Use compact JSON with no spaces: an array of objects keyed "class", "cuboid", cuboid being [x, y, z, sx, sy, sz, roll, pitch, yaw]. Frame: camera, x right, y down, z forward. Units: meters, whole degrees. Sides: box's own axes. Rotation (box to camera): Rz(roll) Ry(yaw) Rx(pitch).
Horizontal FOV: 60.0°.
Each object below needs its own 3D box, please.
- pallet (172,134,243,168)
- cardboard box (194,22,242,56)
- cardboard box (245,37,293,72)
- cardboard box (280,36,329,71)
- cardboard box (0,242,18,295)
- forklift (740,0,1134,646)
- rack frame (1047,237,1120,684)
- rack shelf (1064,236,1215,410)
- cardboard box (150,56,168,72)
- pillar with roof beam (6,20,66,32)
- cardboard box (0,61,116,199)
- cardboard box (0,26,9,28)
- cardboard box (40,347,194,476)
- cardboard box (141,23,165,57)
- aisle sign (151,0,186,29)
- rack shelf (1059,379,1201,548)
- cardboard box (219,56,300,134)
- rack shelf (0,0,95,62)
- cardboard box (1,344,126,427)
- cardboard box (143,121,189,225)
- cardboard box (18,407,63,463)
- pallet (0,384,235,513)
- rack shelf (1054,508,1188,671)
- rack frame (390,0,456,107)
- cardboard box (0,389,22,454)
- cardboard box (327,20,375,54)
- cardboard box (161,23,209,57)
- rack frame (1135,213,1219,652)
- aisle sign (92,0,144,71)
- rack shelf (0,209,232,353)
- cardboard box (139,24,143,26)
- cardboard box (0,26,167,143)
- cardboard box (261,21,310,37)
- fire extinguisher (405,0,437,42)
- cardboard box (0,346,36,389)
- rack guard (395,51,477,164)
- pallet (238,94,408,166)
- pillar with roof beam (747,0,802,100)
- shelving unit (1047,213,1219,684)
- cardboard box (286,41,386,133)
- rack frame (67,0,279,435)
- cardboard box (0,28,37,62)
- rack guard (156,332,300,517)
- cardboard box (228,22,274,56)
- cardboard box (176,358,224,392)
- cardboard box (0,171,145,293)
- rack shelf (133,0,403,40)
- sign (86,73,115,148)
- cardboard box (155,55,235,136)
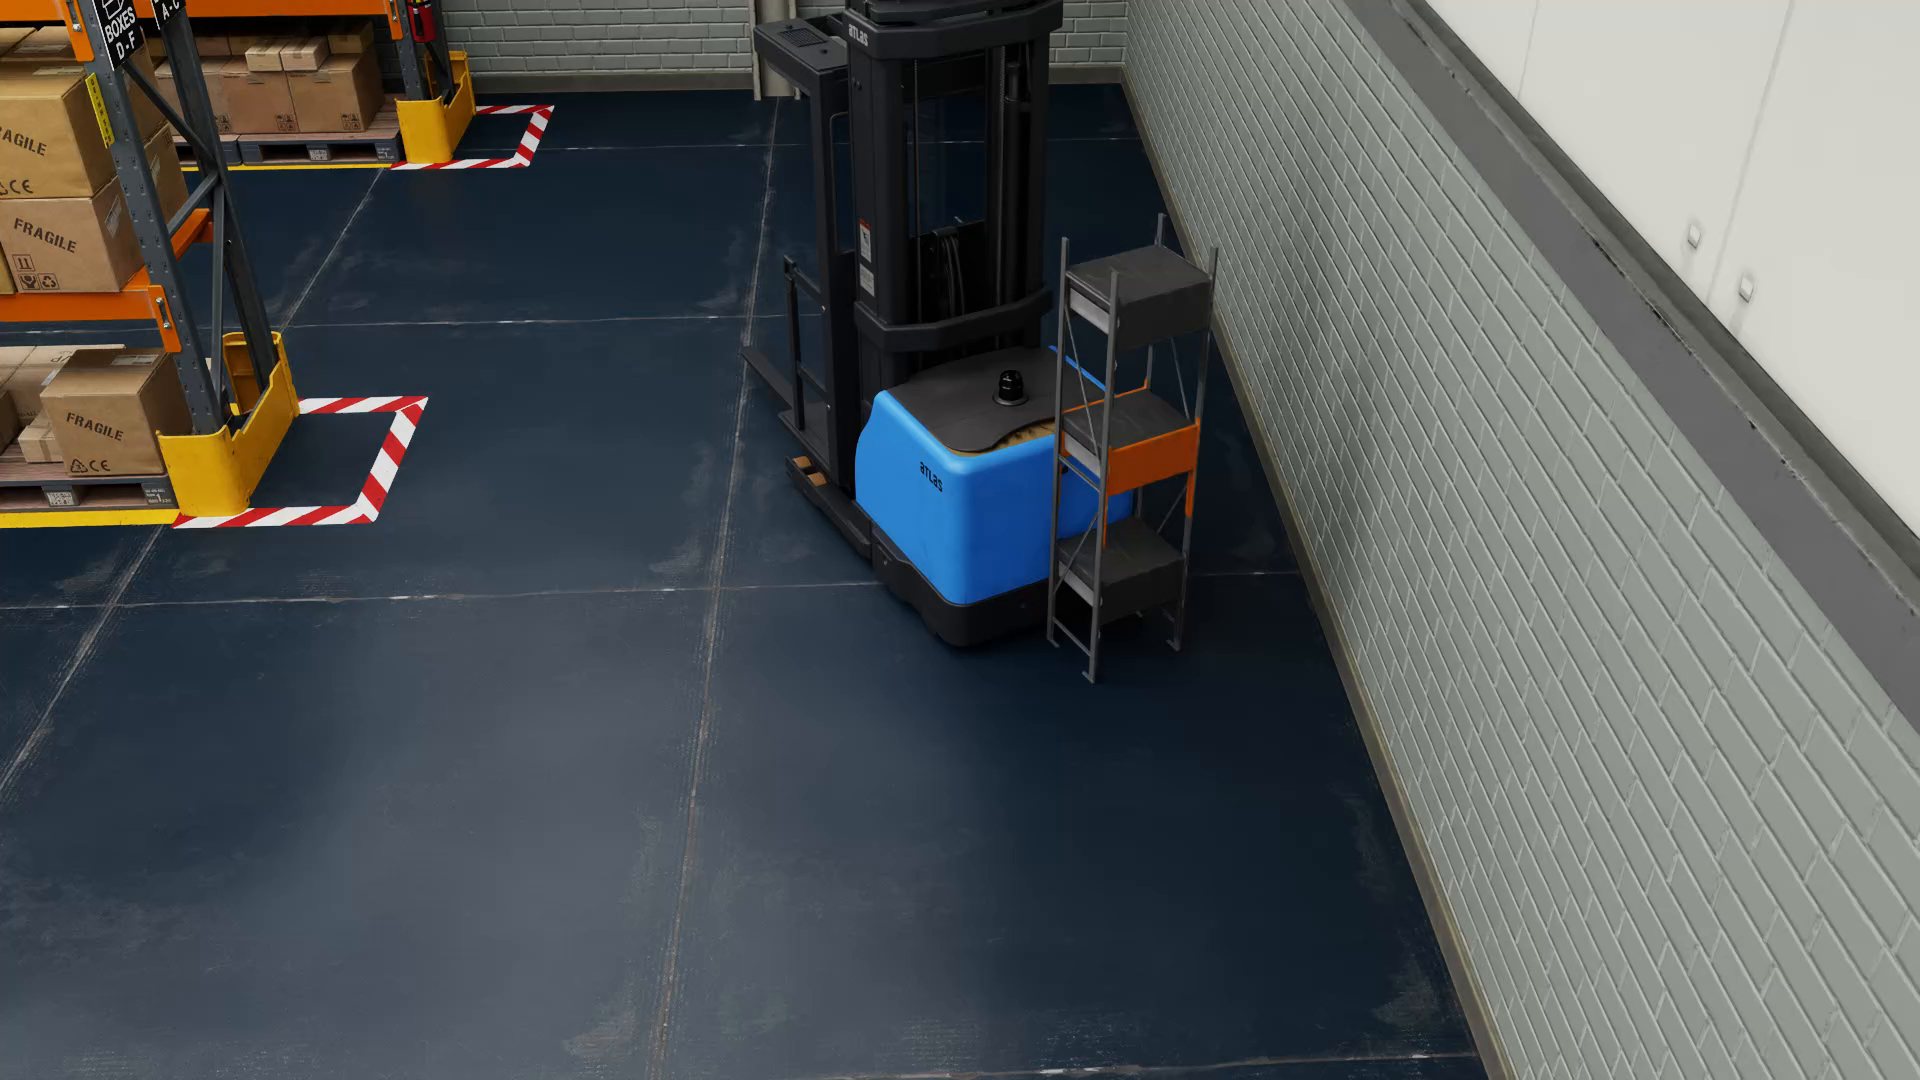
[{"class":"pallet","cuboid":[-6.227,-3.265,13.282,1.213,0.211,1.003,-2,35,-2]},{"class":"cardboard box","cuboid":[-5.805,-3.934,13.056,0.250,0.149,0.380,-1,35,-2]},{"class":"cardboard box","cuboid":[-5.285,-3.730,12.762,0.250,0.149,0.380,-1,35,-1]},{"class":"cardboard box","cuboid":[-5.030,-3.737,12.772,0.250,0.149,0.380,-2,35,-3]},{"class":"cardboard box","cuboid":[-4.930,-1.551,8.268,0.500,0.500,0.500,-1,35,-2]},{"class":"forklift","cuboid":[-0.302,-1.517,8.366,1.130,2.935,3.031,-17,38,-23]},{"class":"rack frame","cuboid":[0.527,-0.289,7.323,0.015,2.100,0.400,-18,39,-24]},{"class":"rack shelf","cuboid":[0.738,-0.923,7.032,0.480,0.518,0.431,-18,39,-24]},{"class":"cardboard box","cuboid":[-6.445,-3.532,13.045,0.500,0.500,0.700,-1,35,-1]},{"class":"pillar with roof beam","cuboid":[-7.349,-4.931,7.968,0.400,9.000,9.100,-2,35,-2]},{"class":"cardboard box","cuboid":[-4.409,-1.977,8.004,0.500,0.500,0.500,-2,35,-3]},{"class":"cardboard box","cuboid":[-7.614,-3.883,12.983,0.250,0.149,0.380,-2,35,-3]},{"class":"cardboard box","cuboid":[-4.509,-0.691,8.923,0.500,0.500,0.500,-2,35,-2]},{"class":"cardboard box","cuboid":[-6.314,-3.920,13.036,0.250,0.149,0.380,-2,35,-3]},{"class":"aisle sign","cuboid":[-3.924,-2.931,8.064,0.004,0.787,0.394,-2,35,-2]},{"class":"rack shelf","cuboid":[0.738,-0.347,7.431,0.480,0.518,0.431,-18,39,-24]},{"class":"cardboard box","cuboid":[-5.410,-3.564,13.092,0.500,0.500,0.700,-2,35,-2]},{"class":"rack shelf","cuboid":[-5.976,-2.577,7.834,4.000,0.370,1.077,-2,35,-2]},{"class":"cardboard box","cuboid":[-5.034,-0.876,9.410,0.500,0.250,0.500,-2,35,-2]},{"class":"cardboard box","cuboid":[-4.433,-1.872,8.731,0.500,0.500,0.500,-1,35,-1]},{"class":"cardboard box","cuboid":[-4.918,-0.594,9.076,0.250,0.166,0.380,-2,35,-2]},{"class":"pallet","cuboid":[-4.850,-0.522,9.319,1.213,0.211,1.003,-2,35,-2]},{"class":"rack shelf","cuboid":[0.738,0.228,7.829,0.480,0.518,0.431,-18,39,-24]},{"class":"rack frame","cuboid":[-4.216,-4.509,12.629,0.127,3.000,1.000,-2,35,-2]},{"class":"cardboard box","cuboid":[-5.460,-0.580,8.982,0.500,0.250,0.500,-2,35,-2]},{"class":"cardboard box","cuboid":[-4.795,-3.962,13.096,0.250,0.149,0.380,-1,35,-2]},{"class":"cardboard box","cuboid":[-6.061,-3.926,13.045,0.250,0.149,0.380,-1,35,-2]},{"class":"rack frame","cuboid":[0.949,-0.428,7.523,0.015,2.100,0.400,-18,39,-24]},{"class":"aisle sign","cuboid":[-3.895,-2.590,7.572,0.004,0.787,0.394,-2,35,-2]},{"class":"rack shelf","cuboid":[-5.976,-1.343,8.687,4.000,0.370,1.077,-2,35,-2]},{"class":"cardboard box","cuboid":[-6.572,-3.912,13.025,0.250,0.149,0.380,-1,35,-2]},{"class":"cardboard box","cuboid":[-4.433,-2.283,8.447,0.500,0.500,0.500,-1,35,-1]},{"class":"cardboard box","cuboid":[-5.301,-3.947,13.076,0.250,0.149,0.380,-1,35,-2]},{"class":"fire extinguisher","cuboid":[-4.044,-4.065,12.384,0.183,0.674,0.296,-2,35,-2]},{"class":"cardboard box","cuboid":[-5.533,-0.863,9.391,0.500,0.250,0.500,-2,35,-2]},{"class":"rack guard","cuboid":[-4.192,-3.481,13.341,0.348,0.500,1.175,-2,35,-2]},{"class":"pallet","cuboid":[-5.011,-3.296,13.327,1.213,0.211,1.003,-2,35,-2]},{"class":"pillar with roof beam","cuboid":[-1.356,-5.093,8.201,0.400,9.000,9.100,-2,35,-2]},{"class":"shelving unit","cuboid":[0.738,-0.359,7.423,0.503,2.100,0.431,-18,39,-24]},{"class":"cardboard box","cuboid":[-4.910,-3.578,13.111,0.500,0.500,0.700,-2,35,-2]},{"class":"rack frame","cuboid":[-3.978,-1.693,8.560,0.127,3.000,1.000,-2,35,-2]},{"class":"cardboard box","cuboid":[-4.955,-2.265,8.420,0.500,0.500,0.500,-1,35,-2]},{"class":"rack guard","cuboid":[-4.054,-0.663,9.269,0.348,0.500,1.175,-2,35,-2]},{"class":"cardboard box","cuboid":[-5.551,-3.941,13.066,0.250,0.149,0.380,-1,35,-2]},{"class":"cardboard box","cuboid":[-4.412,-0.886,9.512,0.250,0.149,0.380,-2,35,-2]},{"class":"cardboard box","cuboid":[-4.412,-1.567,8.291,0.500,0.500,0.500,-1,35,-1]},{"class":"rack shelf","cuboid":[-6.214,-4.159,12.756,4.000,0.370,1.077,-2,35,-2]},{"class":"sign","cuboid":[-3.972,-1.983,7.684,0.005,0.325,0.100,-2,35,-2]},{"class":"cardboard box","cuboid":[-5.913,-3.550,13.072,0.500,0.500,0.700,-3,35,-4]}]
